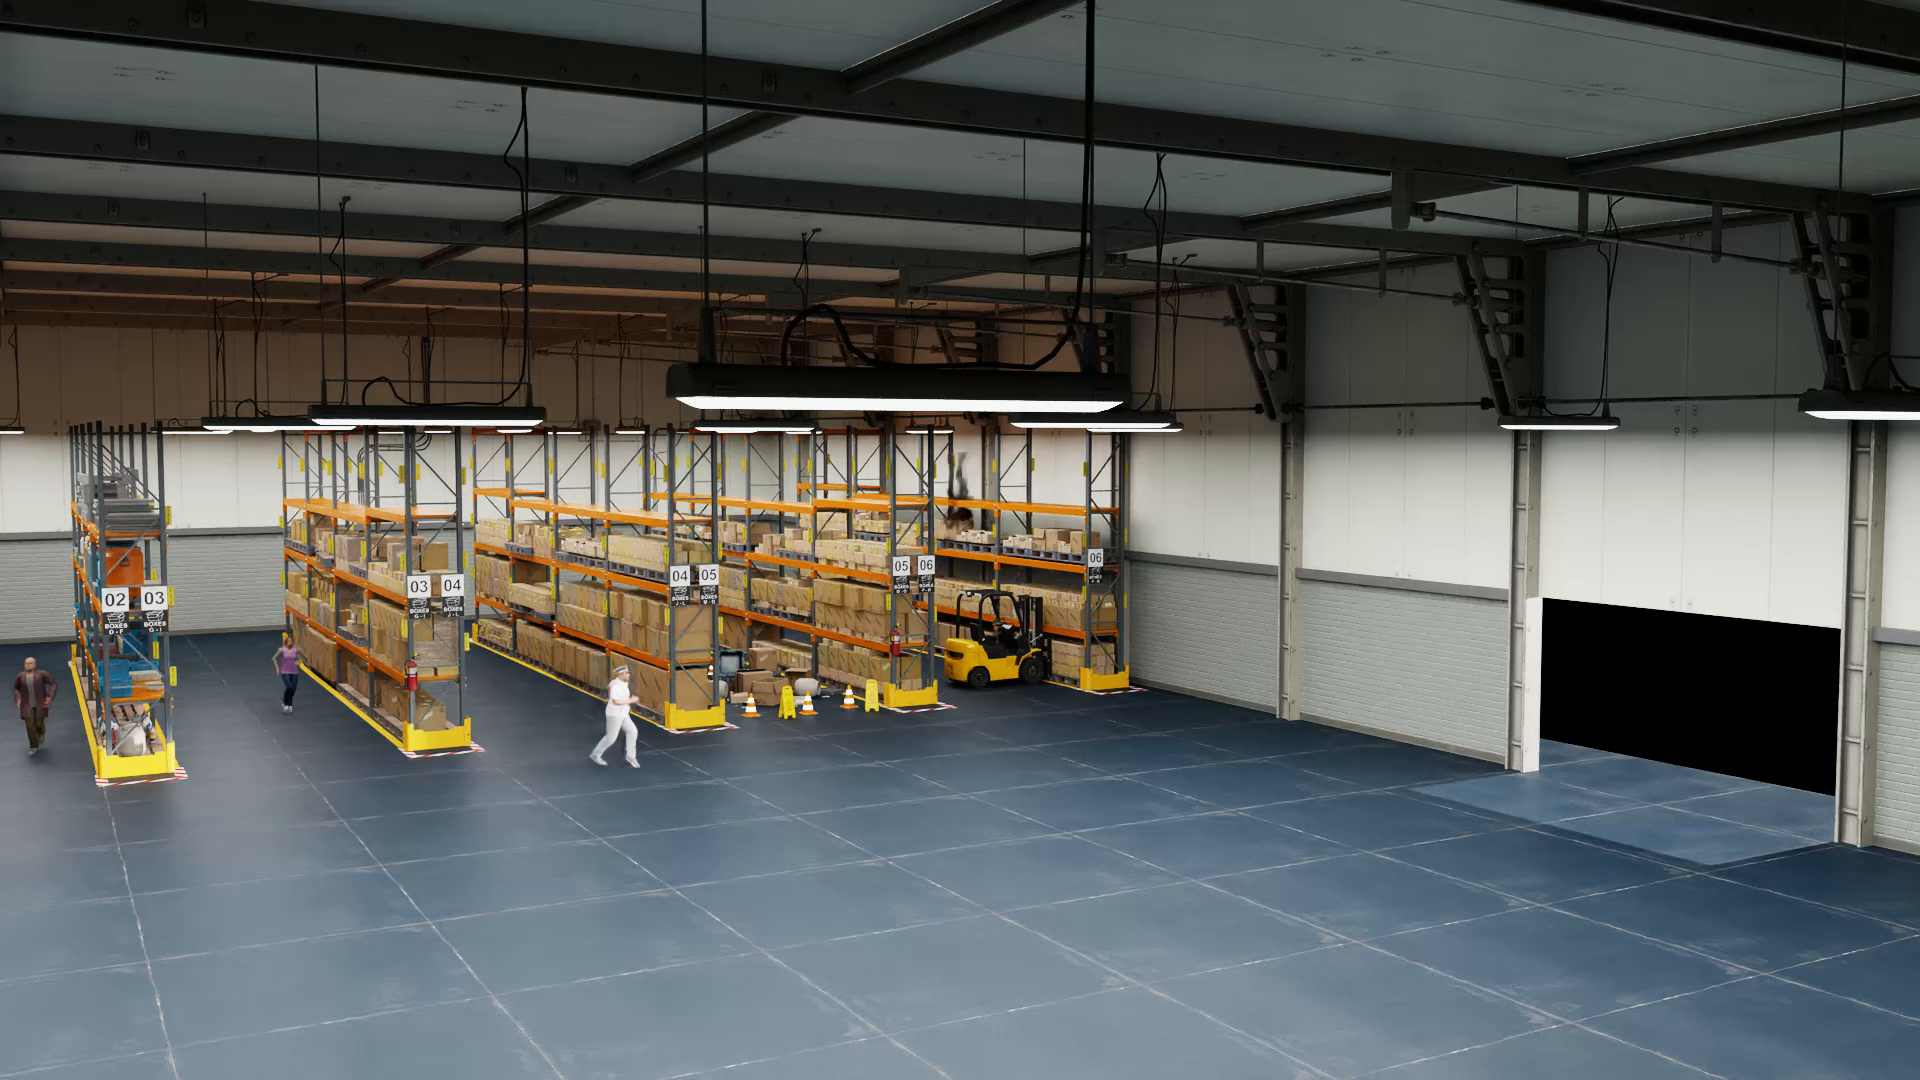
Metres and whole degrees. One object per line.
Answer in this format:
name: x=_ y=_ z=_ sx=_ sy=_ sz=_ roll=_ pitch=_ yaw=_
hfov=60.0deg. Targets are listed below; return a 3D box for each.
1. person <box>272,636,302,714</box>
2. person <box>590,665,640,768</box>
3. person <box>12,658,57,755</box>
person: x=-13.898 y=2.791 z=34.453 sx=0.506 sy=1.592 sz=0.662 roll=-3 pitch=5 yaw=-43
person: x=-5.986 y=3.076 z=28.823 sx=0.888 sy=1.830 sz=0.687 roll=0 pitch=4 yaw=2
person: x=-16.795 y=2.997 z=30.204 sx=0.725 sy=1.763 sz=0.708 roll=-1 pitch=4 yaw=-16
